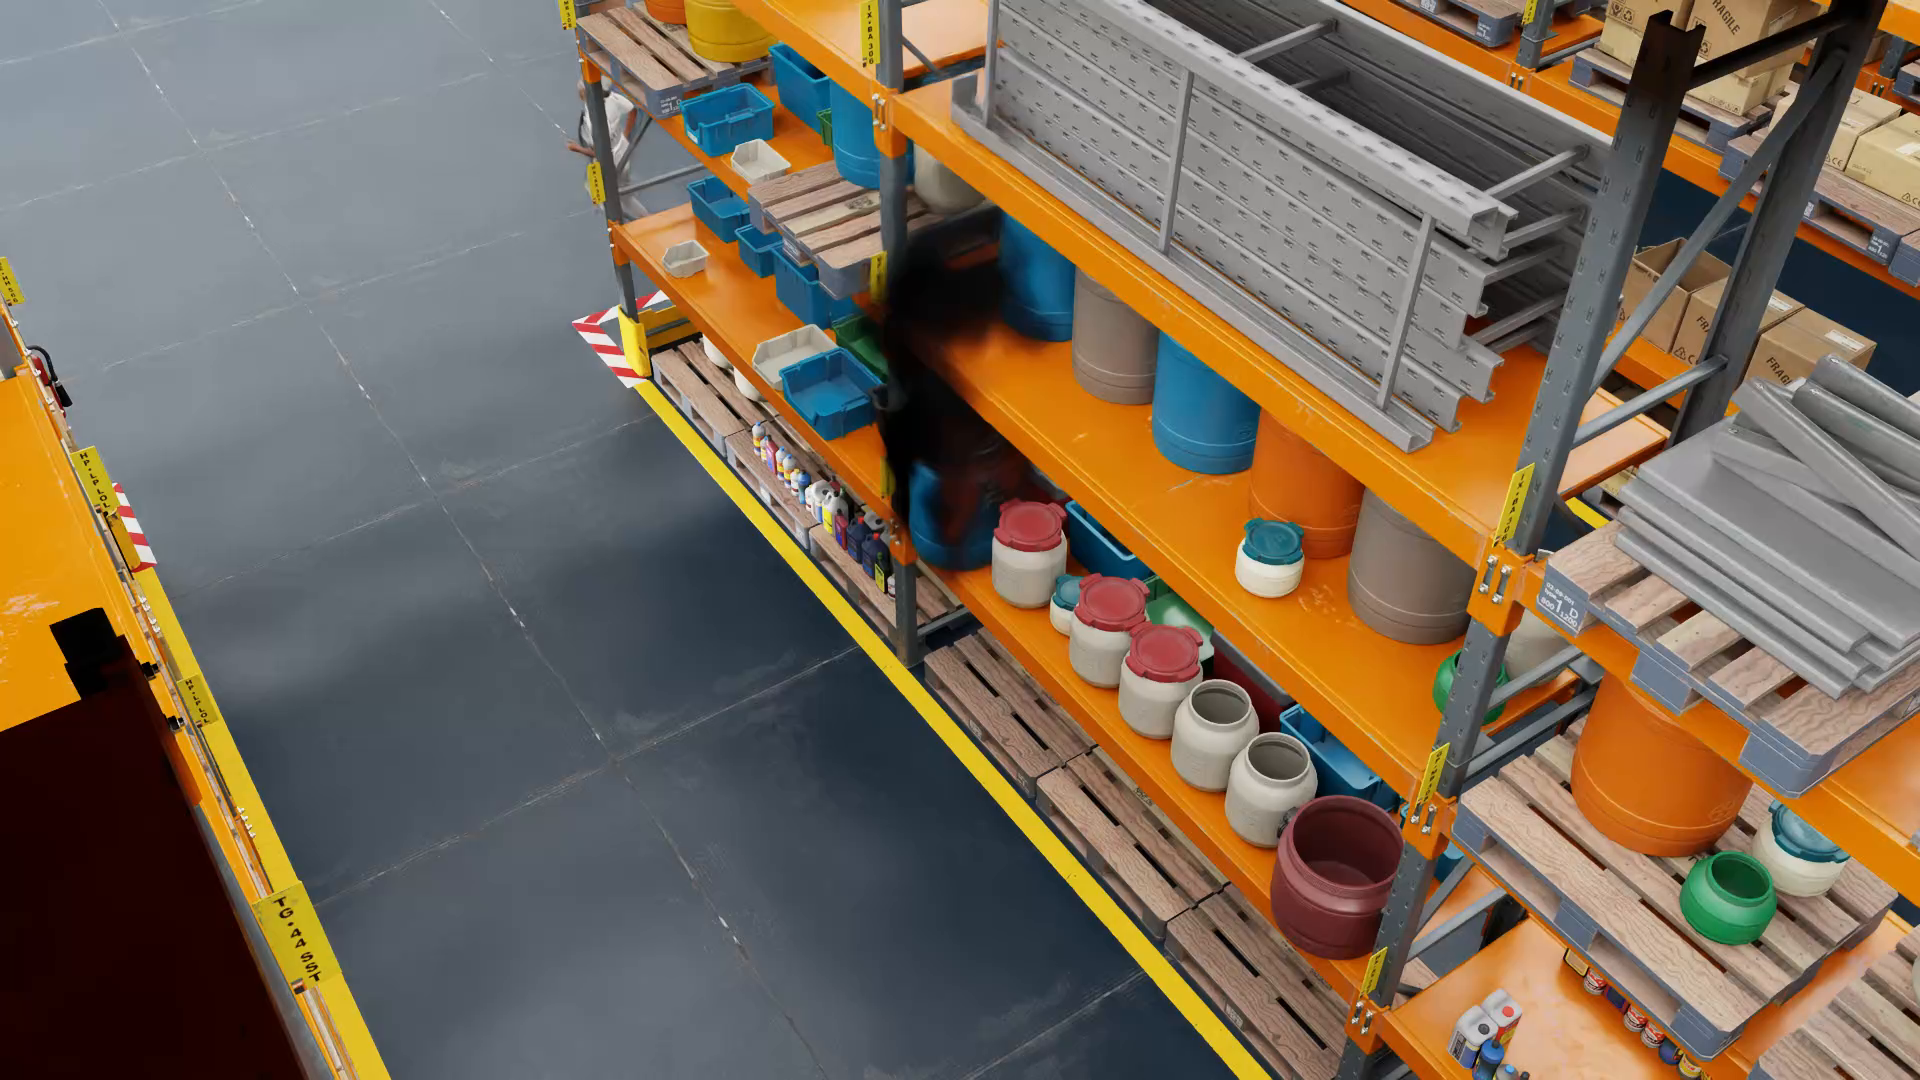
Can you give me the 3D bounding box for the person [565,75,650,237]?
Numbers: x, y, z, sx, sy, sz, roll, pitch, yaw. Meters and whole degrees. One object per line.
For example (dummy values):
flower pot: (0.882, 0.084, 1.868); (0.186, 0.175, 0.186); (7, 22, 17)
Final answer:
person: (-2.948, -3.157, 13.966); (0.674, 1.722, 0.561); (0, 43, 0)
